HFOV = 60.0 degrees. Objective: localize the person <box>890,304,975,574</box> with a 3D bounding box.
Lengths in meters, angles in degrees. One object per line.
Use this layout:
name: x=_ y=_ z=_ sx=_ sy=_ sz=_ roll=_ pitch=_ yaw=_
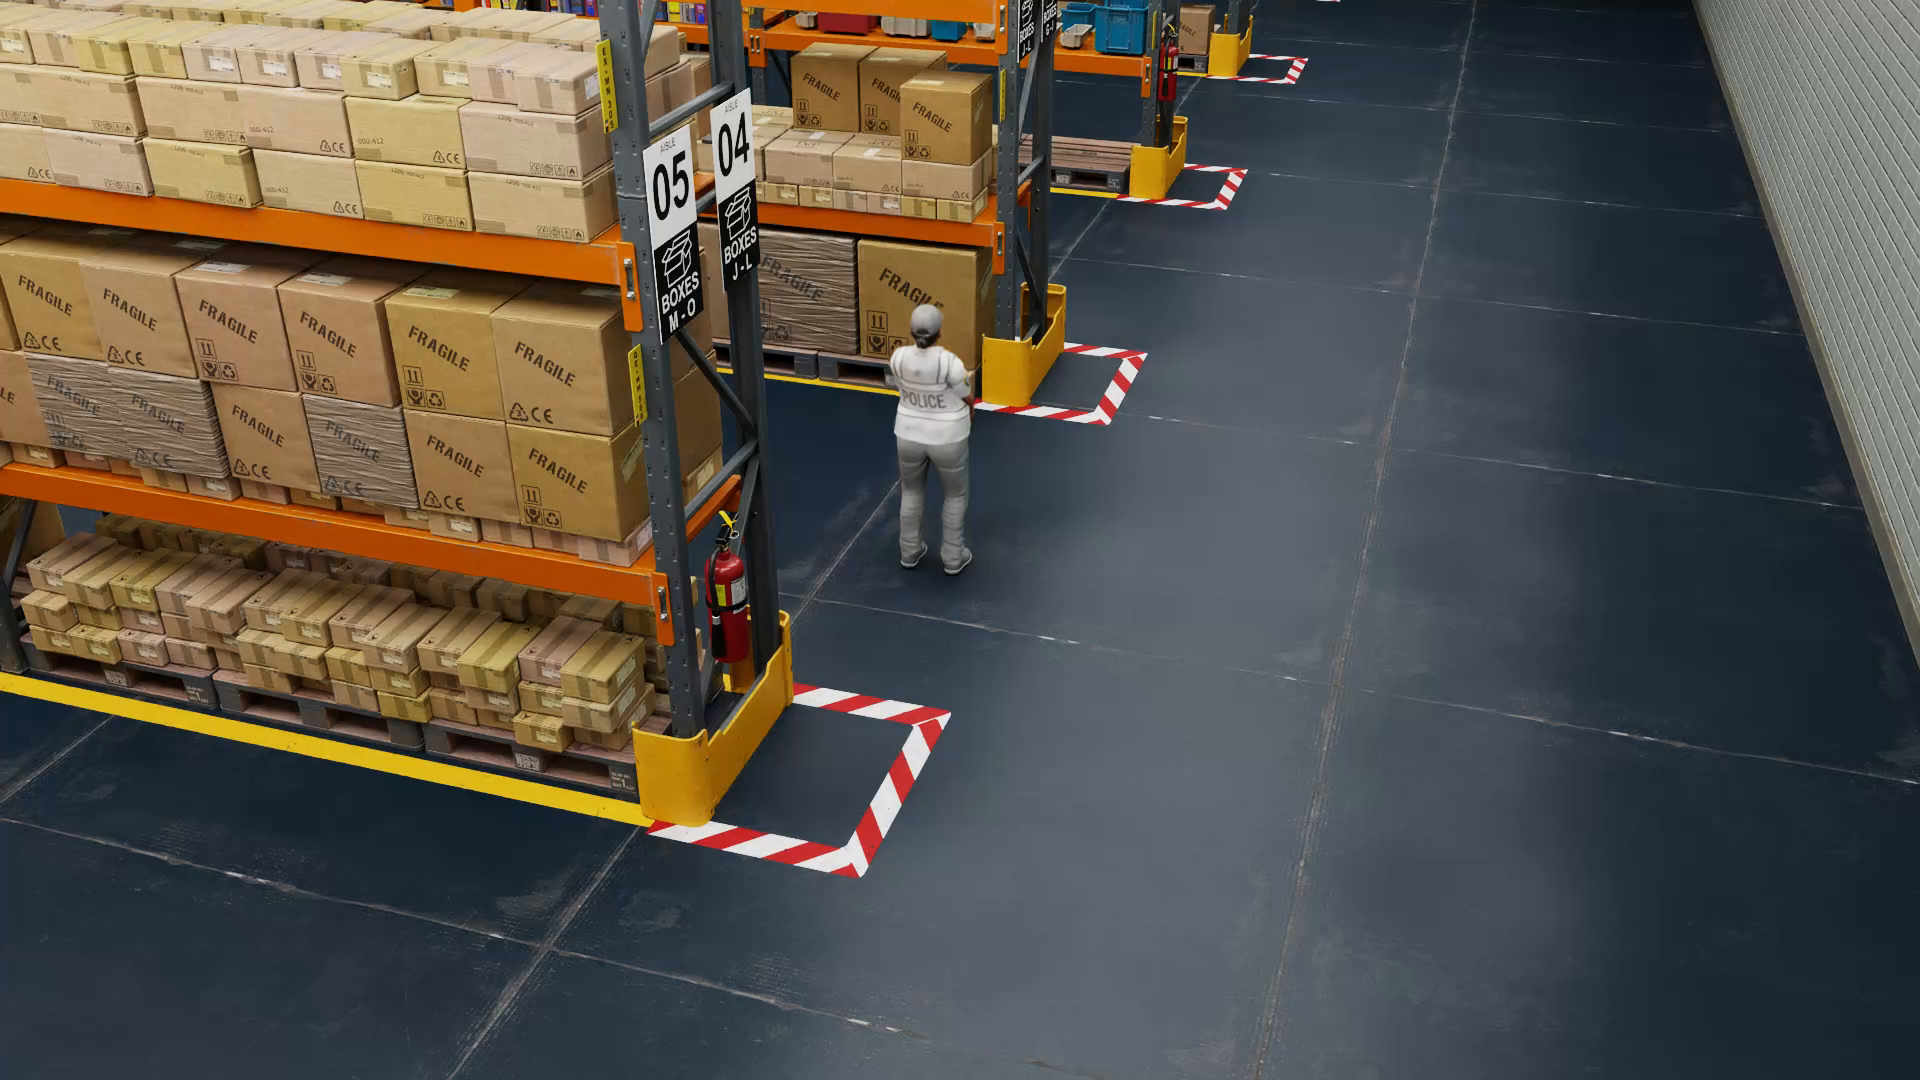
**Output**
person: x=-0.136 y=-0.614 z=9.599 sx=0.455 sy=1.657 sz=0.541 roll=9 pitch=31 yaw=16
